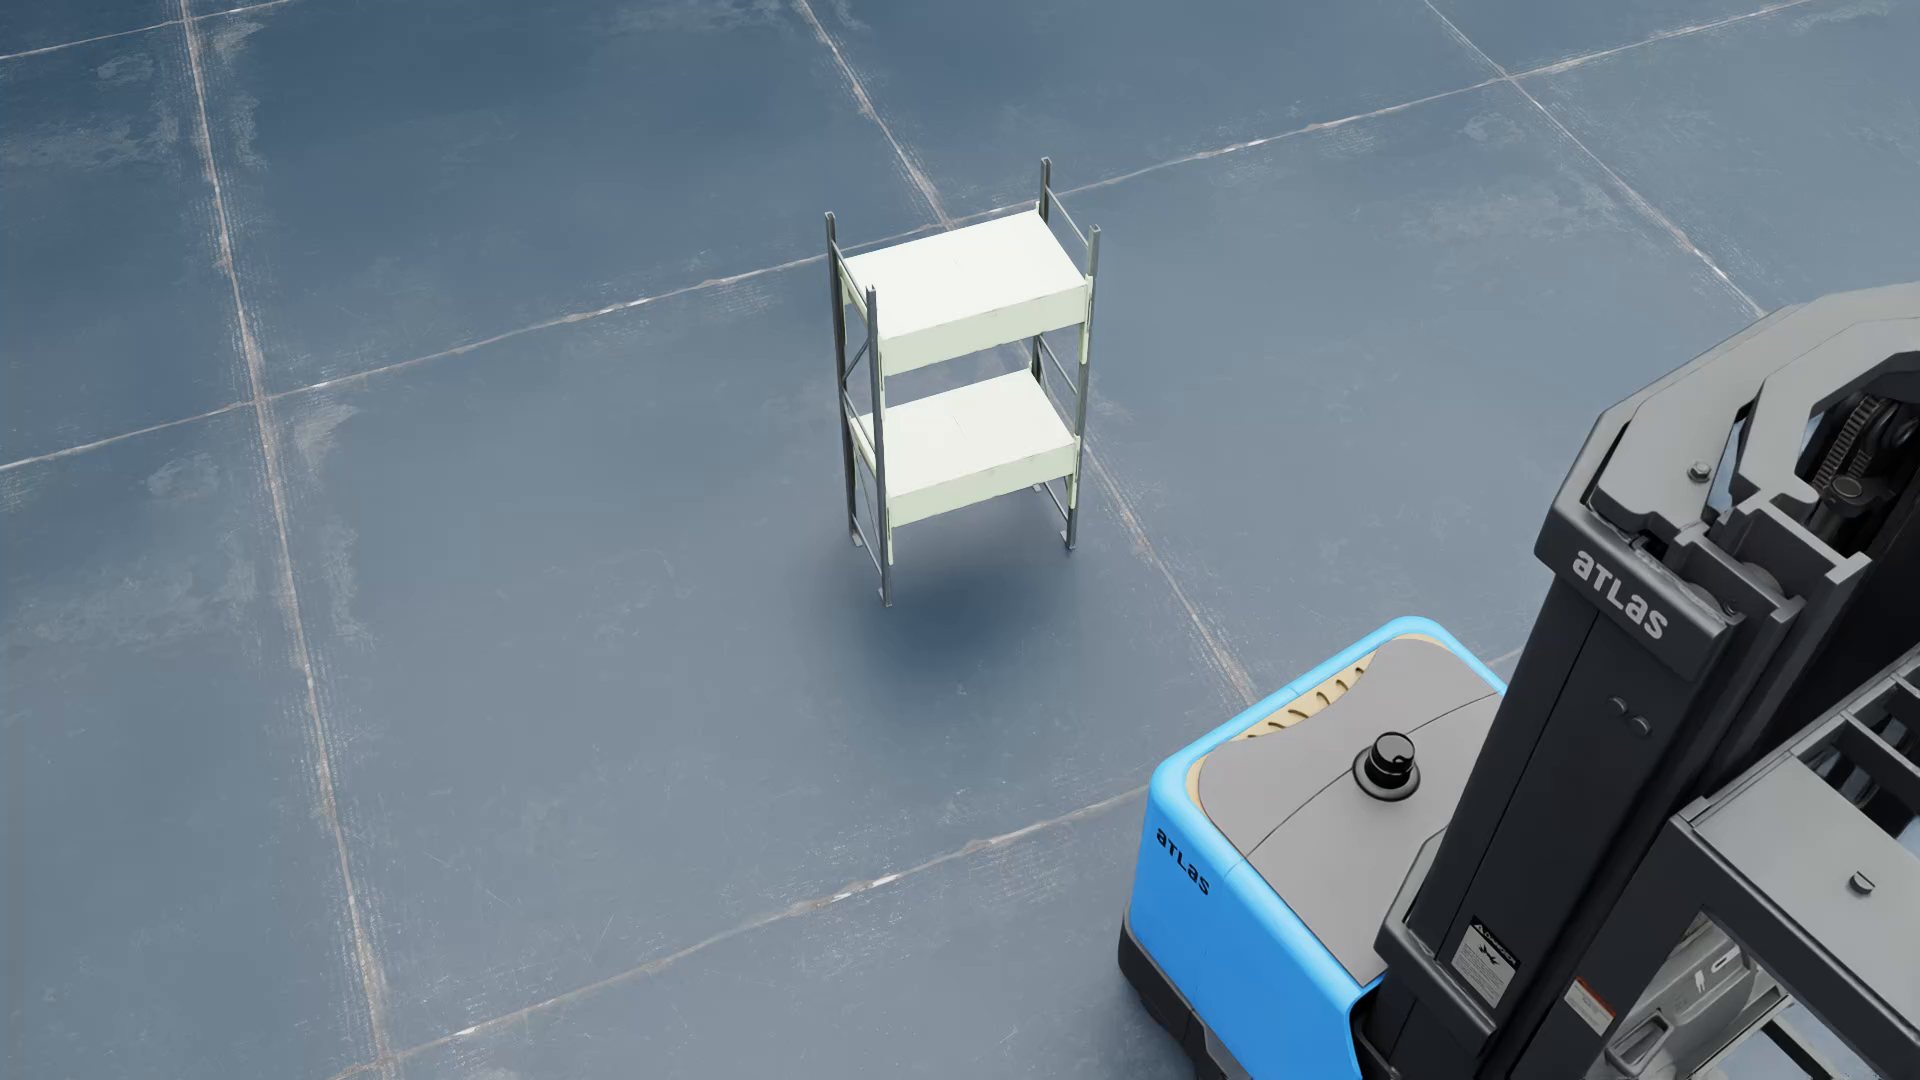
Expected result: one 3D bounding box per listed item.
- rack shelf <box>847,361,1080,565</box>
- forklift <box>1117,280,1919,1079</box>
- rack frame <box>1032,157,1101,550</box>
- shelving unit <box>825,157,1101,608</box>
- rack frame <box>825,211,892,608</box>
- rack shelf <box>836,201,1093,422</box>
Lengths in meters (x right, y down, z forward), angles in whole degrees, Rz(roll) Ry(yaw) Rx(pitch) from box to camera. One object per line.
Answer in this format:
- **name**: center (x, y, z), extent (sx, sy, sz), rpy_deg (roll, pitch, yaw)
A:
- **rack shelf**: center (0.006, -0.278, 5.930), extent (0.720, 0.370, 0.431), rpy_deg (-17, 52, -14)
- **forklift**: center (1.727, 1.064, 3.405), extent (1.130, 2.935, 3.031), rpy_deg (-27, 55, -22)
- **rack frame**: center (0.345, -0.596, 5.773), extent (0.023, 1.500, 0.400), rpy_deg (-17, 52, -14)
- **shelving unit**: center (0.006, -0.491, 5.683), extent (0.755, 1.500, 0.431), rpy_deg (-17, 52, -14)
- **rack frame**: center (-0.333, -0.386, 5.593), extent (0.023, 1.500, 0.400), rpy_deg (-17, 52, -14)
- **rack shelf**: center (0.006, -0.745, 5.387), extent (0.720, 0.370, 0.431), rpy_deg (-17, 52, -14)
